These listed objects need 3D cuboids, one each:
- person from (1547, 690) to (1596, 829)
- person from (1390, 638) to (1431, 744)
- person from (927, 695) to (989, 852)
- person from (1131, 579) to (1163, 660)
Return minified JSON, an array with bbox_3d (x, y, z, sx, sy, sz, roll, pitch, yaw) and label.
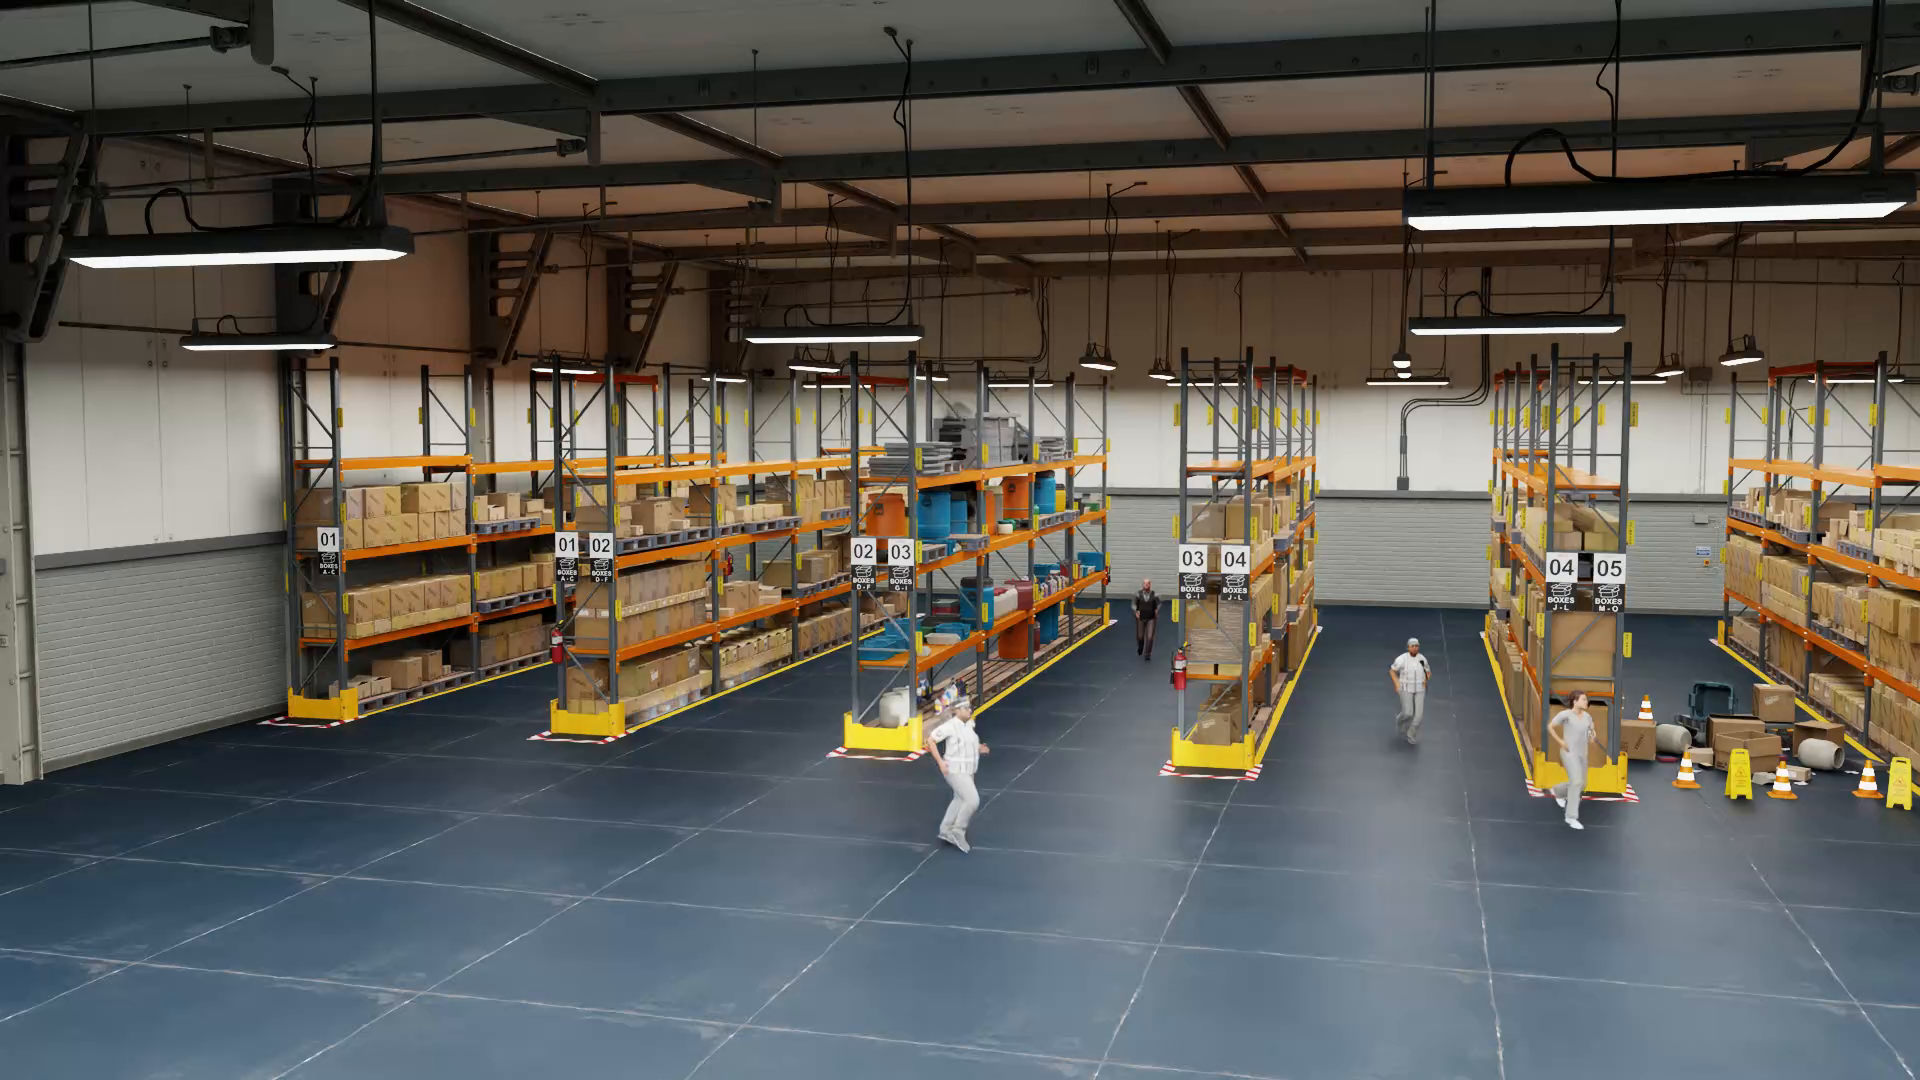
[{"bbox_3d":[7.650,2.683,20.719,0.594,1.655,0.872,-2,5,-22],"label":"person"},{"bbox_3d":[6.951,2.322,25.565,0.607,1.624,0.547,0,4,-2],"label":"person"},{"bbox_3d":[0.034,2.705,19.340,0.692,1.811,0.646,2,5,30],"label":"person"},{"bbox_3d":[3.857,1.642,34.384,0.658,1.672,0.608,0,4,5],"label":"person"}]
